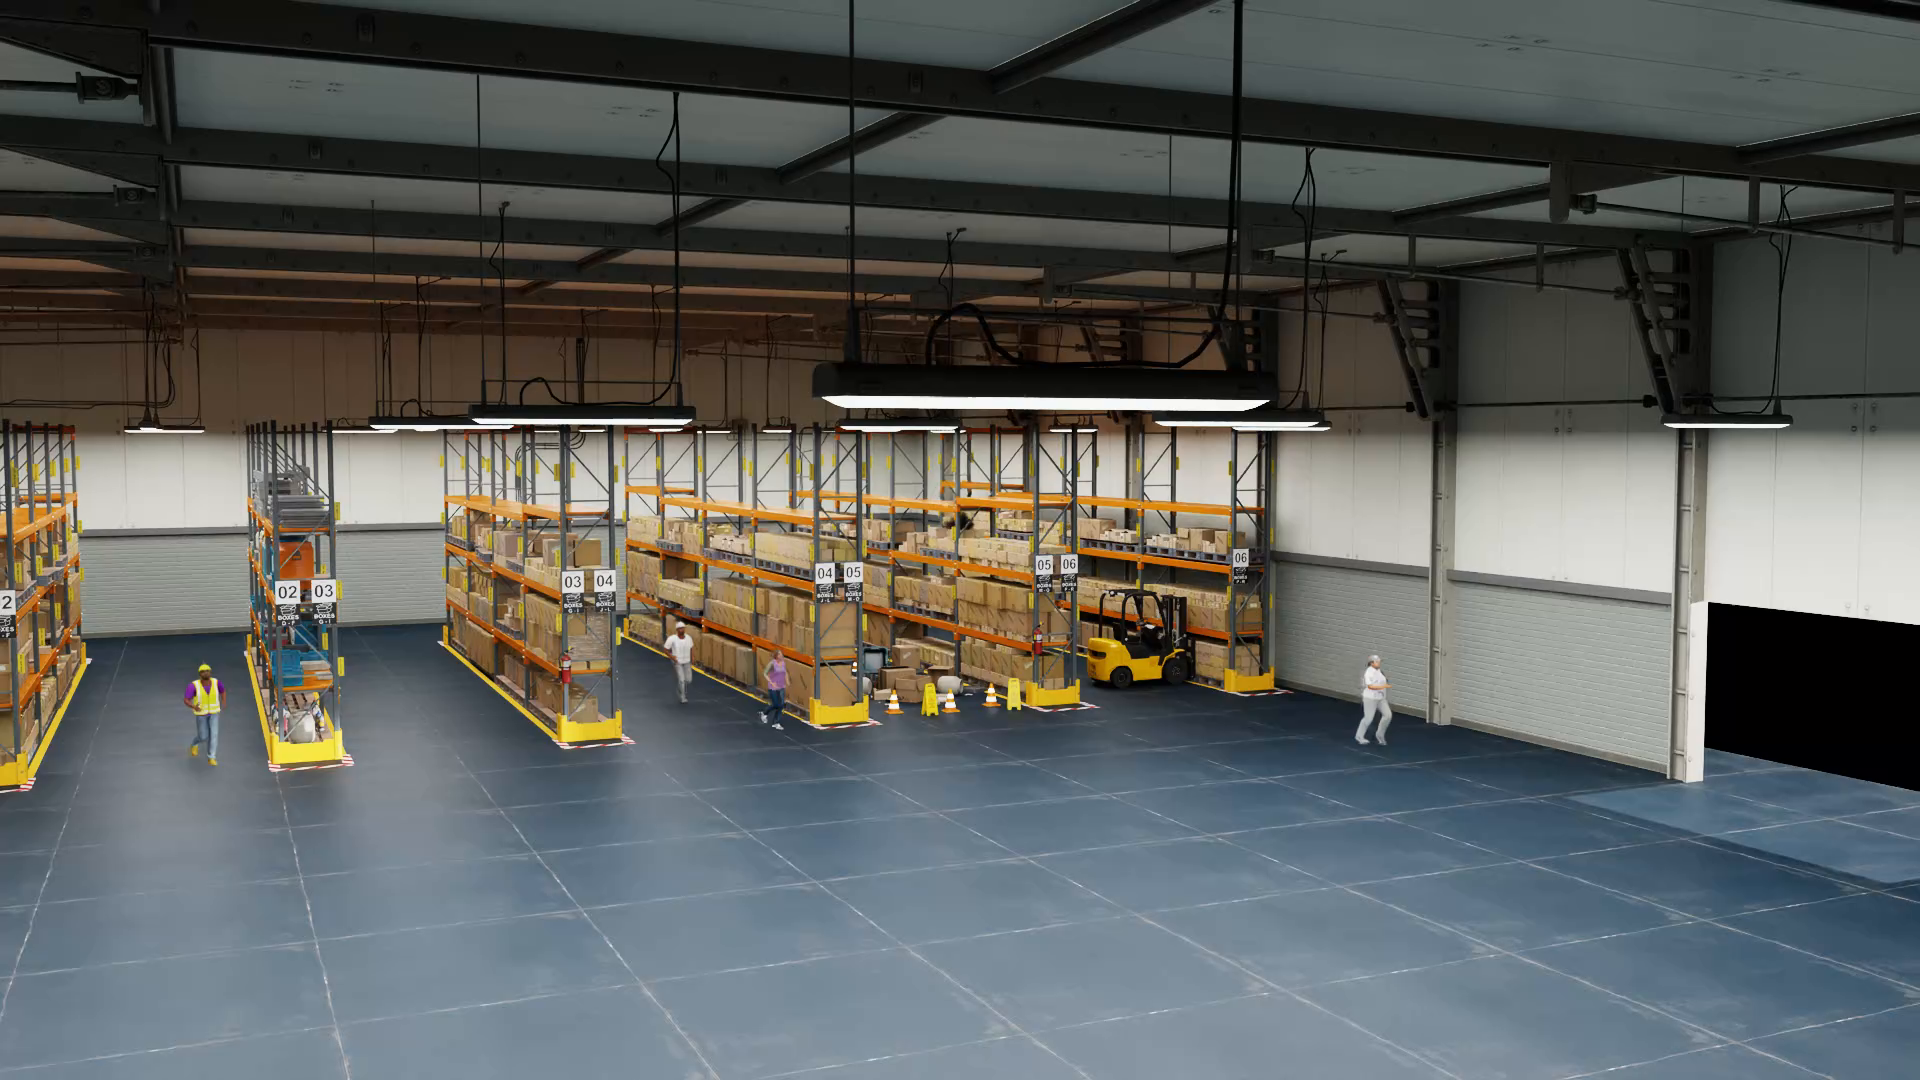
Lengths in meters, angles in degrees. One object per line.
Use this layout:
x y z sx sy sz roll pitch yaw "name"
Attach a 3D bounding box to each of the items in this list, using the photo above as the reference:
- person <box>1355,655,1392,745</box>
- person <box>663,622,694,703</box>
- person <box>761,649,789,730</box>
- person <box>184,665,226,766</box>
7.681 2.984 30.770 0.705 1.727 0.596 4 5 44 "person"
-6.034 2.619 35.763 0.709 1.730 0.590 -2 4 -34 "person"
-3.624 2.916 32.646 0.576 1.582 0.513 -4 5 -45 "person"
-13.179 3.043 29.097 0.704 1.748 0.847 -3 4 -37 "person"
